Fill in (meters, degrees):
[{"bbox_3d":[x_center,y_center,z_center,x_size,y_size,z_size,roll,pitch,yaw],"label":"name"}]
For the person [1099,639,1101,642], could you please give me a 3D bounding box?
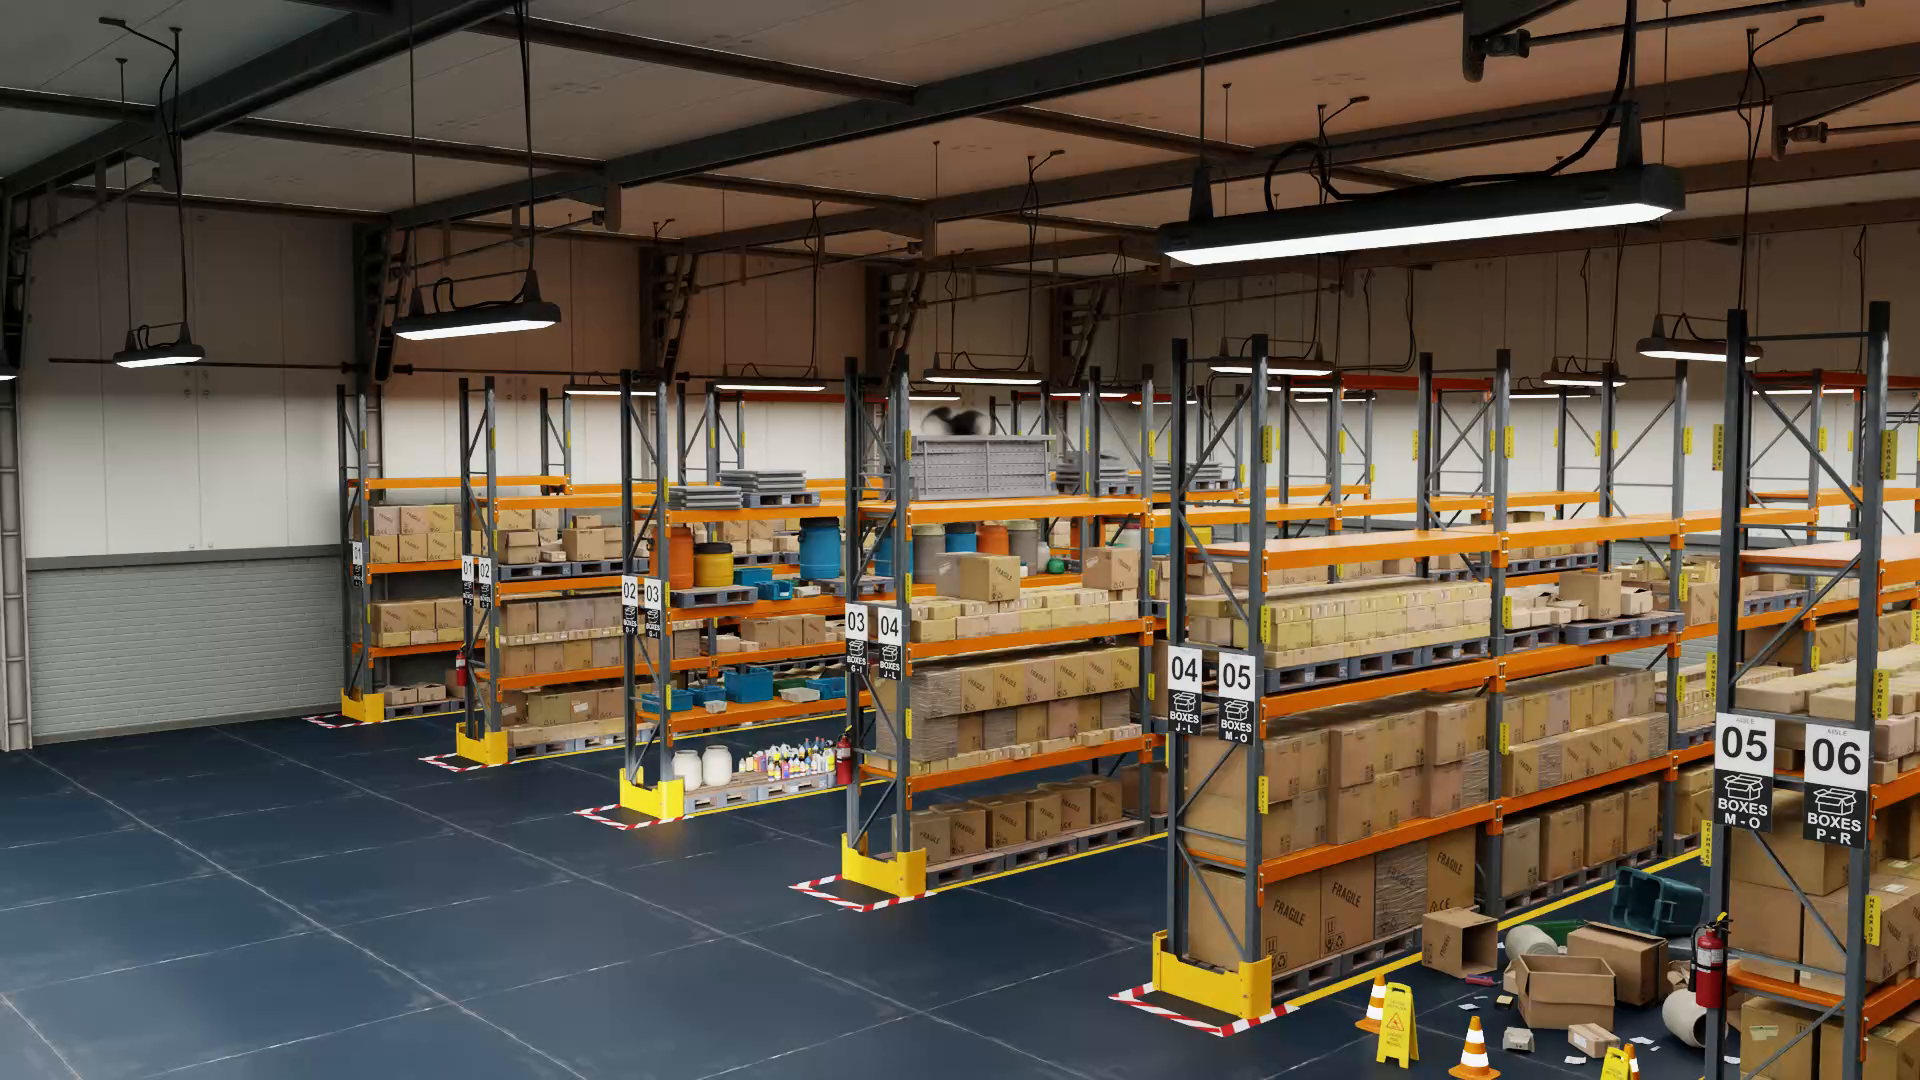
[{"bbox_3d":[2.820,1.976,32.114,0.429,1.719,0.844,3,5,39],"label":"person"}]
